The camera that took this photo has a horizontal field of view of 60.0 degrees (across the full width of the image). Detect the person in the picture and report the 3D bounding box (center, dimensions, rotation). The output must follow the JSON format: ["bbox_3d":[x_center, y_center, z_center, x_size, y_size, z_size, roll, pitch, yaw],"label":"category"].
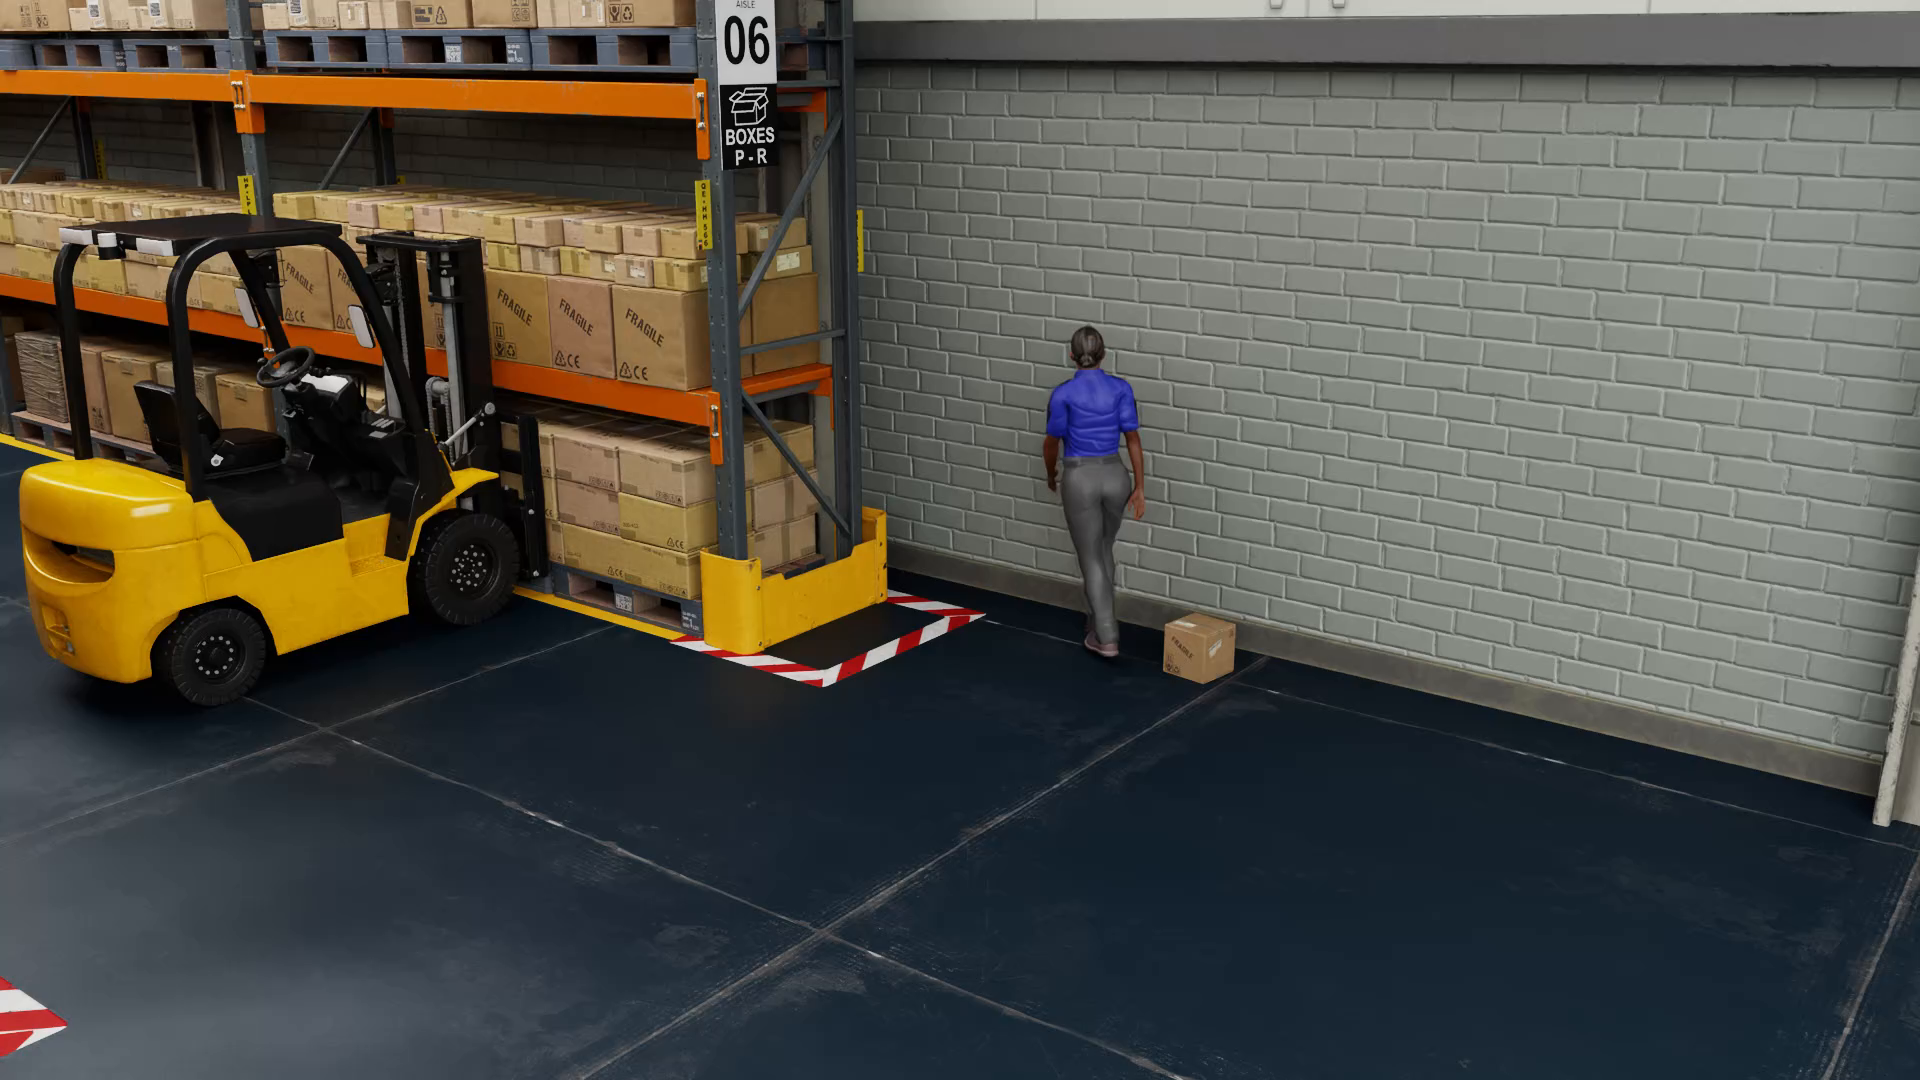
[{"bbox_3d":[0.640,-0.250,8.444,0.446,1.654,0.735,-6,18,-19],"label":"person"}]
